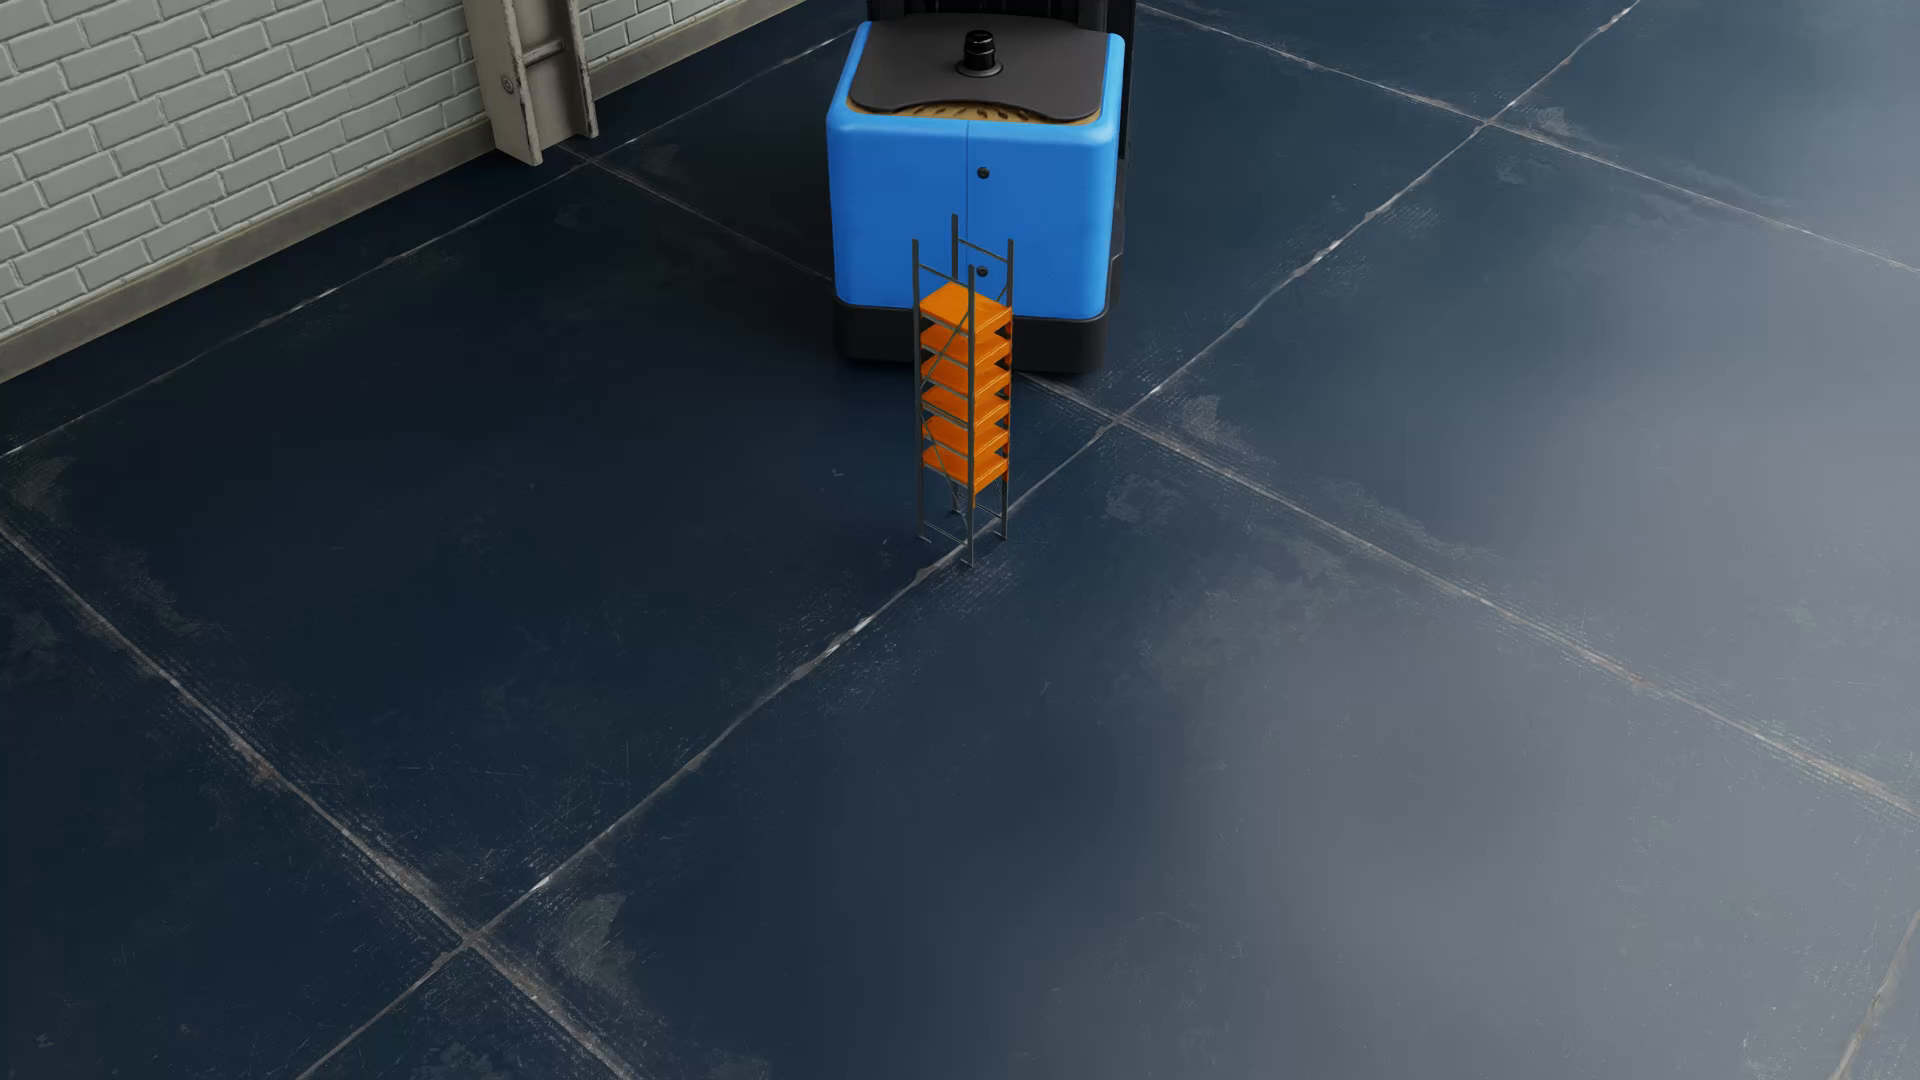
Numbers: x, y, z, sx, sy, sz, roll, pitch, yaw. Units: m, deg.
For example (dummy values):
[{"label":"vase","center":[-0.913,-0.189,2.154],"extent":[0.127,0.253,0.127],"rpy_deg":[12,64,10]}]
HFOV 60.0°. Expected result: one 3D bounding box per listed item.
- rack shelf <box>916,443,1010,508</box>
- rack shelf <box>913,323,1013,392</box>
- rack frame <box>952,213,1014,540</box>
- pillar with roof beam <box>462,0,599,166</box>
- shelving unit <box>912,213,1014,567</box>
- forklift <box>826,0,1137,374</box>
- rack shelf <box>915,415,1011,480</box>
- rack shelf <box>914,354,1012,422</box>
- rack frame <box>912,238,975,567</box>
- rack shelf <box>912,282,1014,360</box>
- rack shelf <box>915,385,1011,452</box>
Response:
[{"label":"rack shelf","center":[0.009,-0.241,5.546],"extent":[0.258,0.103,0.180],"rpy_deg":[29,50,28]},{"label":"rack shelf","center":[0.009,-0.596,5.223],"extent":[0.258,0.103,0.180],"rpy_deg":[29,50,28]},{"label":"rack frame","center":[0.068,-0.498,5.406],"extent":[0.240,1.200,0.006],"rpy_deg":[29,50,28]},{"label":"pillar with roof beam","center":[1.349,-3.349,2.744],"extent":[9.100,9.000,0.400],"rpy_deg":[29,50,28]},{"label":"shelving unit","center":[0.009,-0.451,5.355],"extent":[0.258,1.200,0.189],"rpy_deg":[29,50,28]},{"label":"forklift","center":[0.196,-2.709,6.550],"extent":[1.130,2.935,3.031],"rpy_deg":[4,42,5]},{"label":"rack shelf","center":[0.009,-0.330,5.465],"extent":[0.258,0.103,0.180],"rpy_deg":[29,50,28]},{"label":"rack shelf","center":[0.009,-0.507,5.304],"extent":[0.258,0.103,0.180],"rpy_deg":[29,50,28]},{"label":"rack frame","center":[-0.050,-0.404,5.303],"extent":[0.240,1.200,0.006],"rpy_deg":[29,50,28]},{"label":"rack shelf","center":[0.009,-0.685,5.142],"extent":[0.258,0.103,0.180],"rpy_deg":[29,50,28]},{"label":"rack shelf","center":[0.009,-0.419,5.384],"extent":[0.258,0.103,0.180],"rpy_deg":[29,50,28]}]
